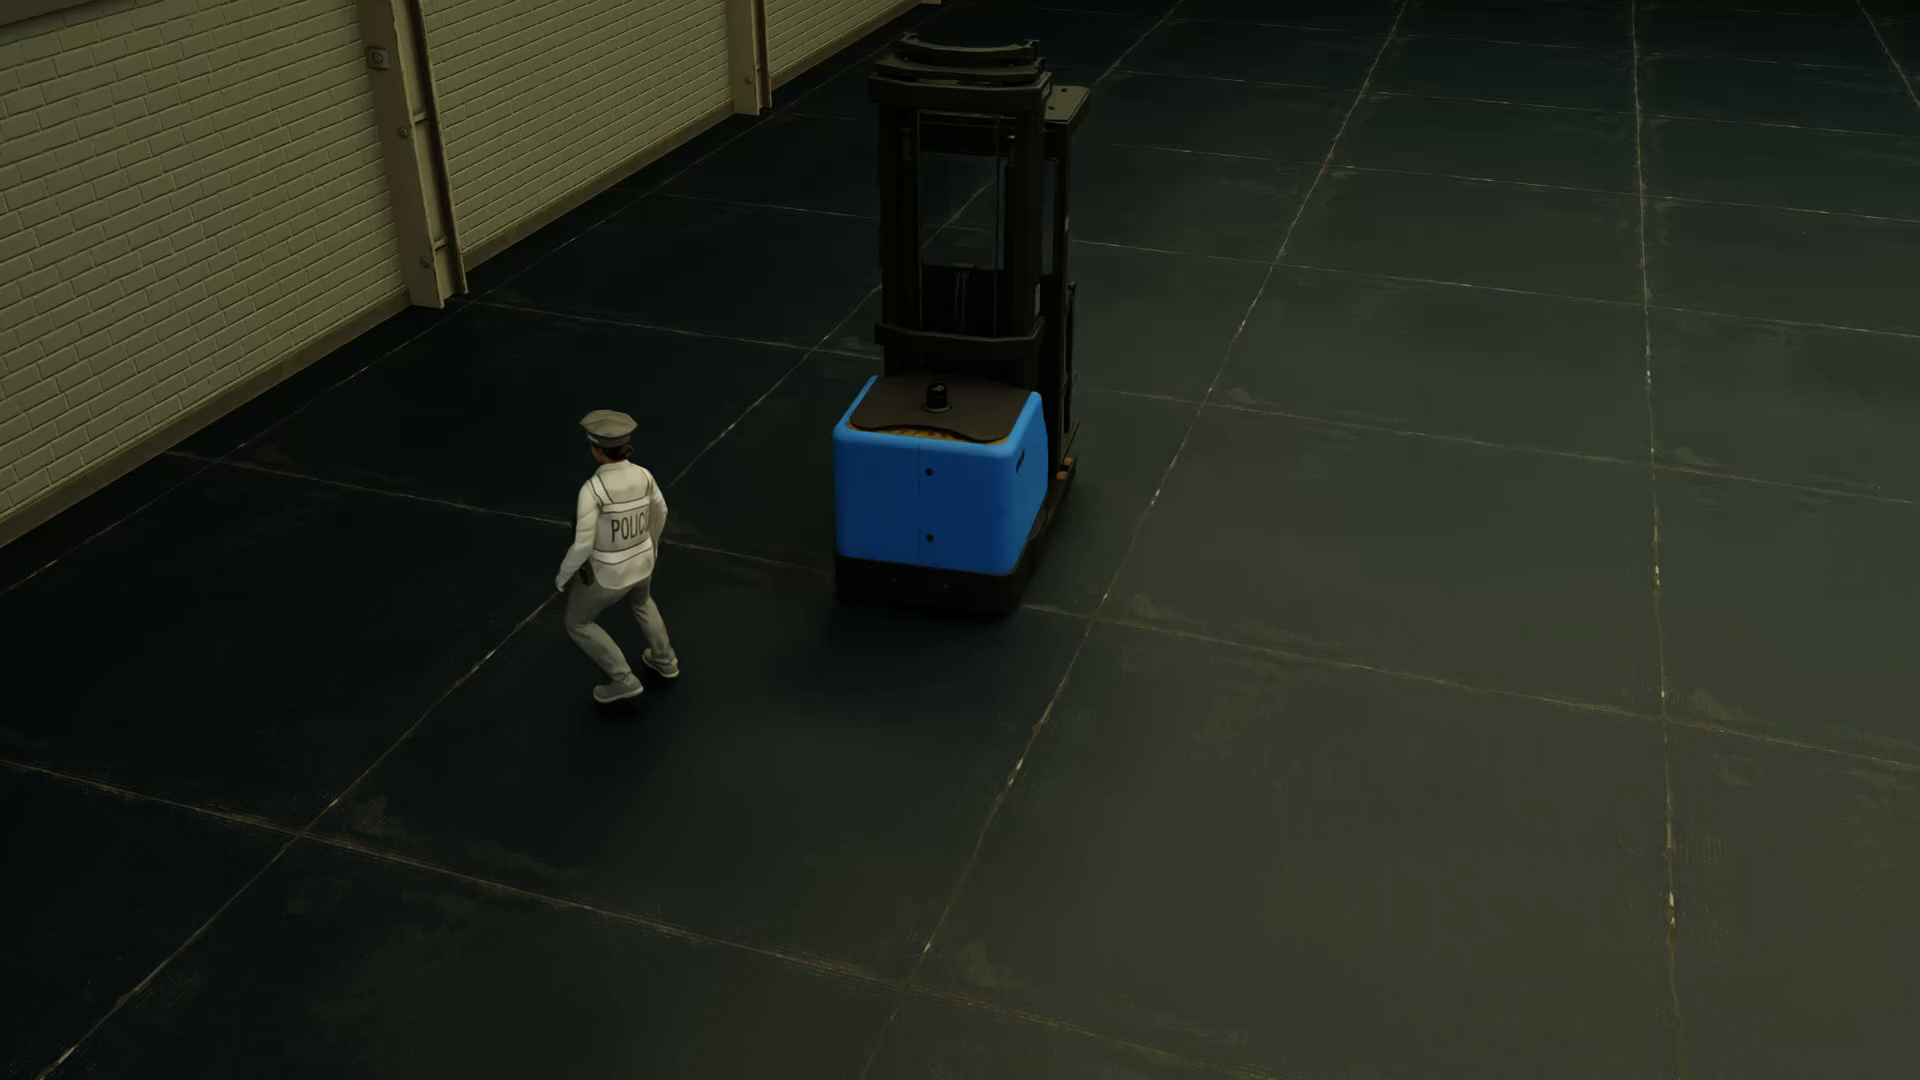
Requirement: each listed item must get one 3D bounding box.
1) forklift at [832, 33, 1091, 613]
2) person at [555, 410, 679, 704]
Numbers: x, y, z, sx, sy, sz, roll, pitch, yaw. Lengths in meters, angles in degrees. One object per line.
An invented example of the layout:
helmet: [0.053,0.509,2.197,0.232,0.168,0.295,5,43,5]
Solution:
forklift: [0.134,-1.583,9.914,1.130,2.935,3.031,7,30,12]
person: [-1.701,0.100,8.307,0.429,1.587,0.664,22,36,34]
